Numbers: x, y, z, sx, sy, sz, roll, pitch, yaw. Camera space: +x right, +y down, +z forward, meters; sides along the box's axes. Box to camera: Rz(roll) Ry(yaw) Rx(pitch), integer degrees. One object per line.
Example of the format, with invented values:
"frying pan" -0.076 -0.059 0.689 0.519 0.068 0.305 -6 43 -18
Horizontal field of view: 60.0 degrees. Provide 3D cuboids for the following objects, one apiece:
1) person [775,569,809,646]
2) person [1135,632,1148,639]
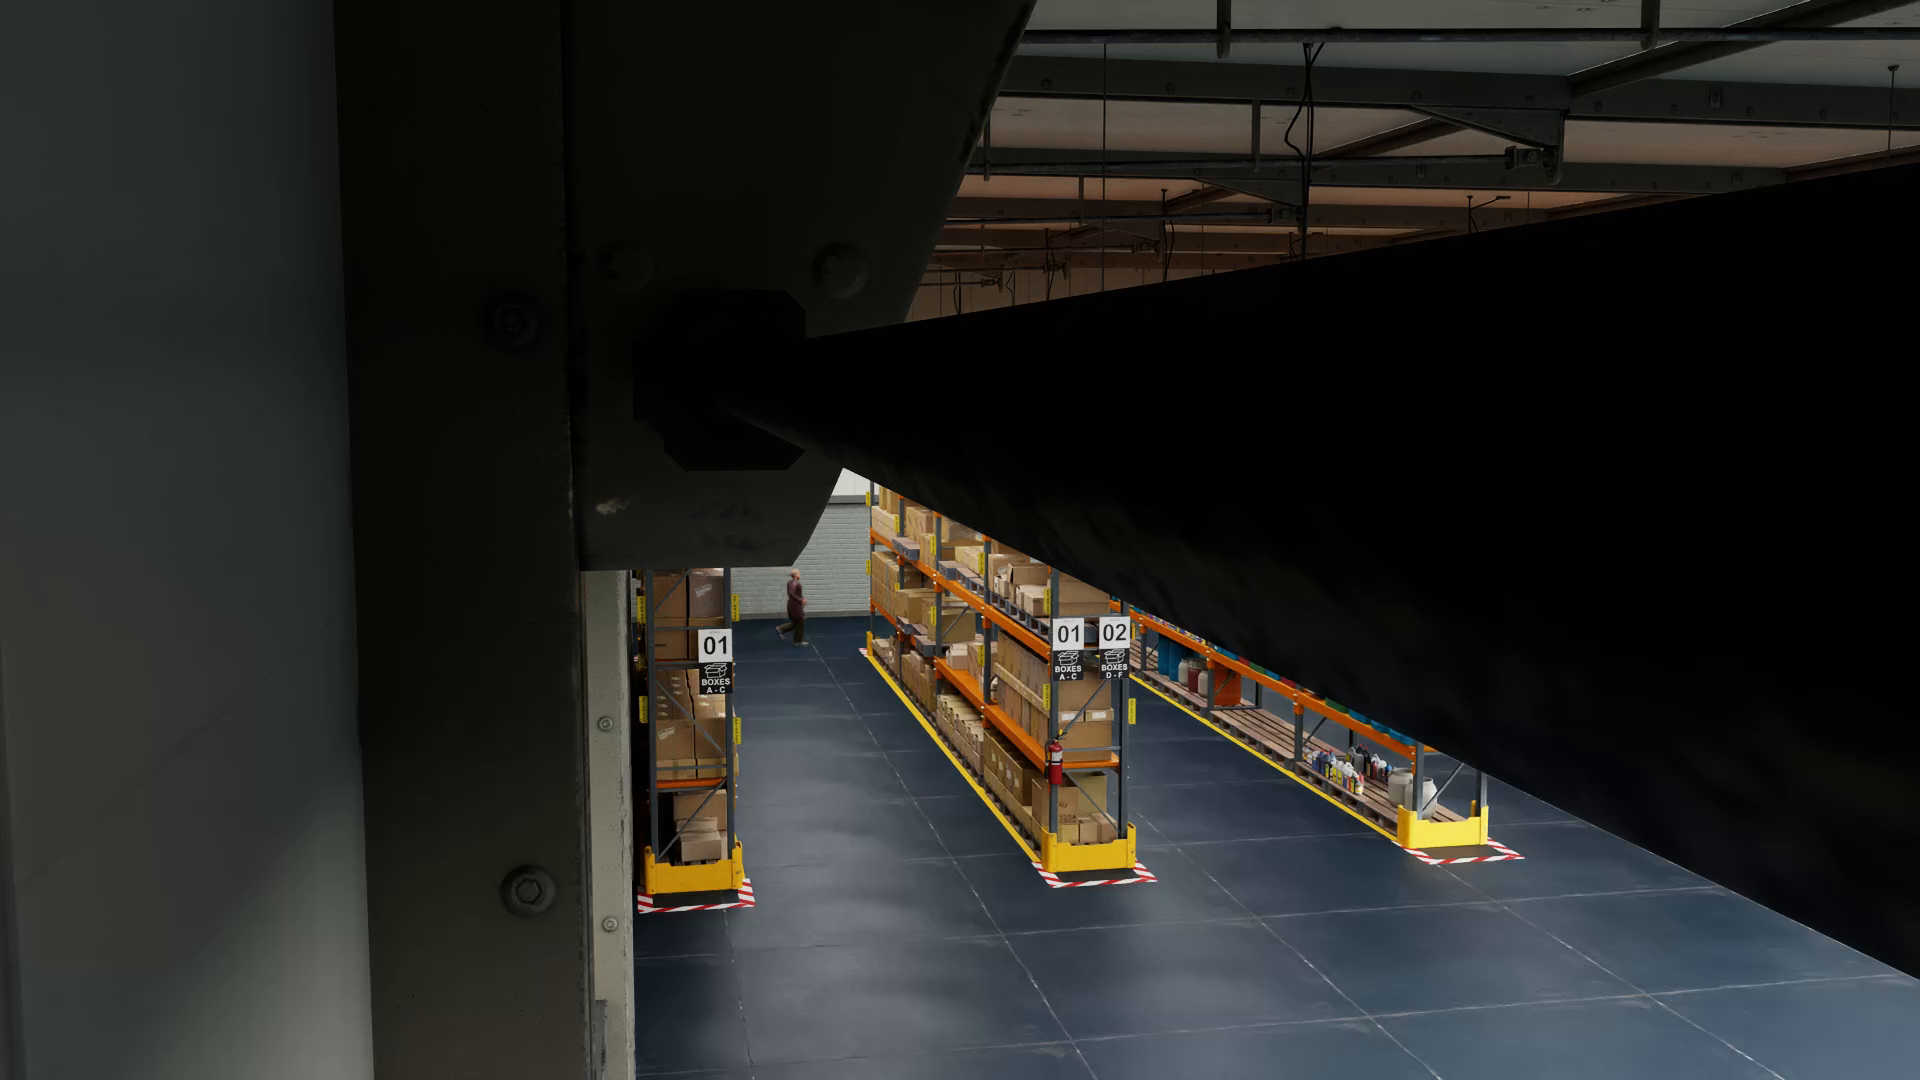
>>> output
"person" -3.803 1.539 37.696 0.752 1.761 0.709 -2 6 -16
"person" 4.189 1.576 38.603 0.884 1.480 0.584 4 7 35
